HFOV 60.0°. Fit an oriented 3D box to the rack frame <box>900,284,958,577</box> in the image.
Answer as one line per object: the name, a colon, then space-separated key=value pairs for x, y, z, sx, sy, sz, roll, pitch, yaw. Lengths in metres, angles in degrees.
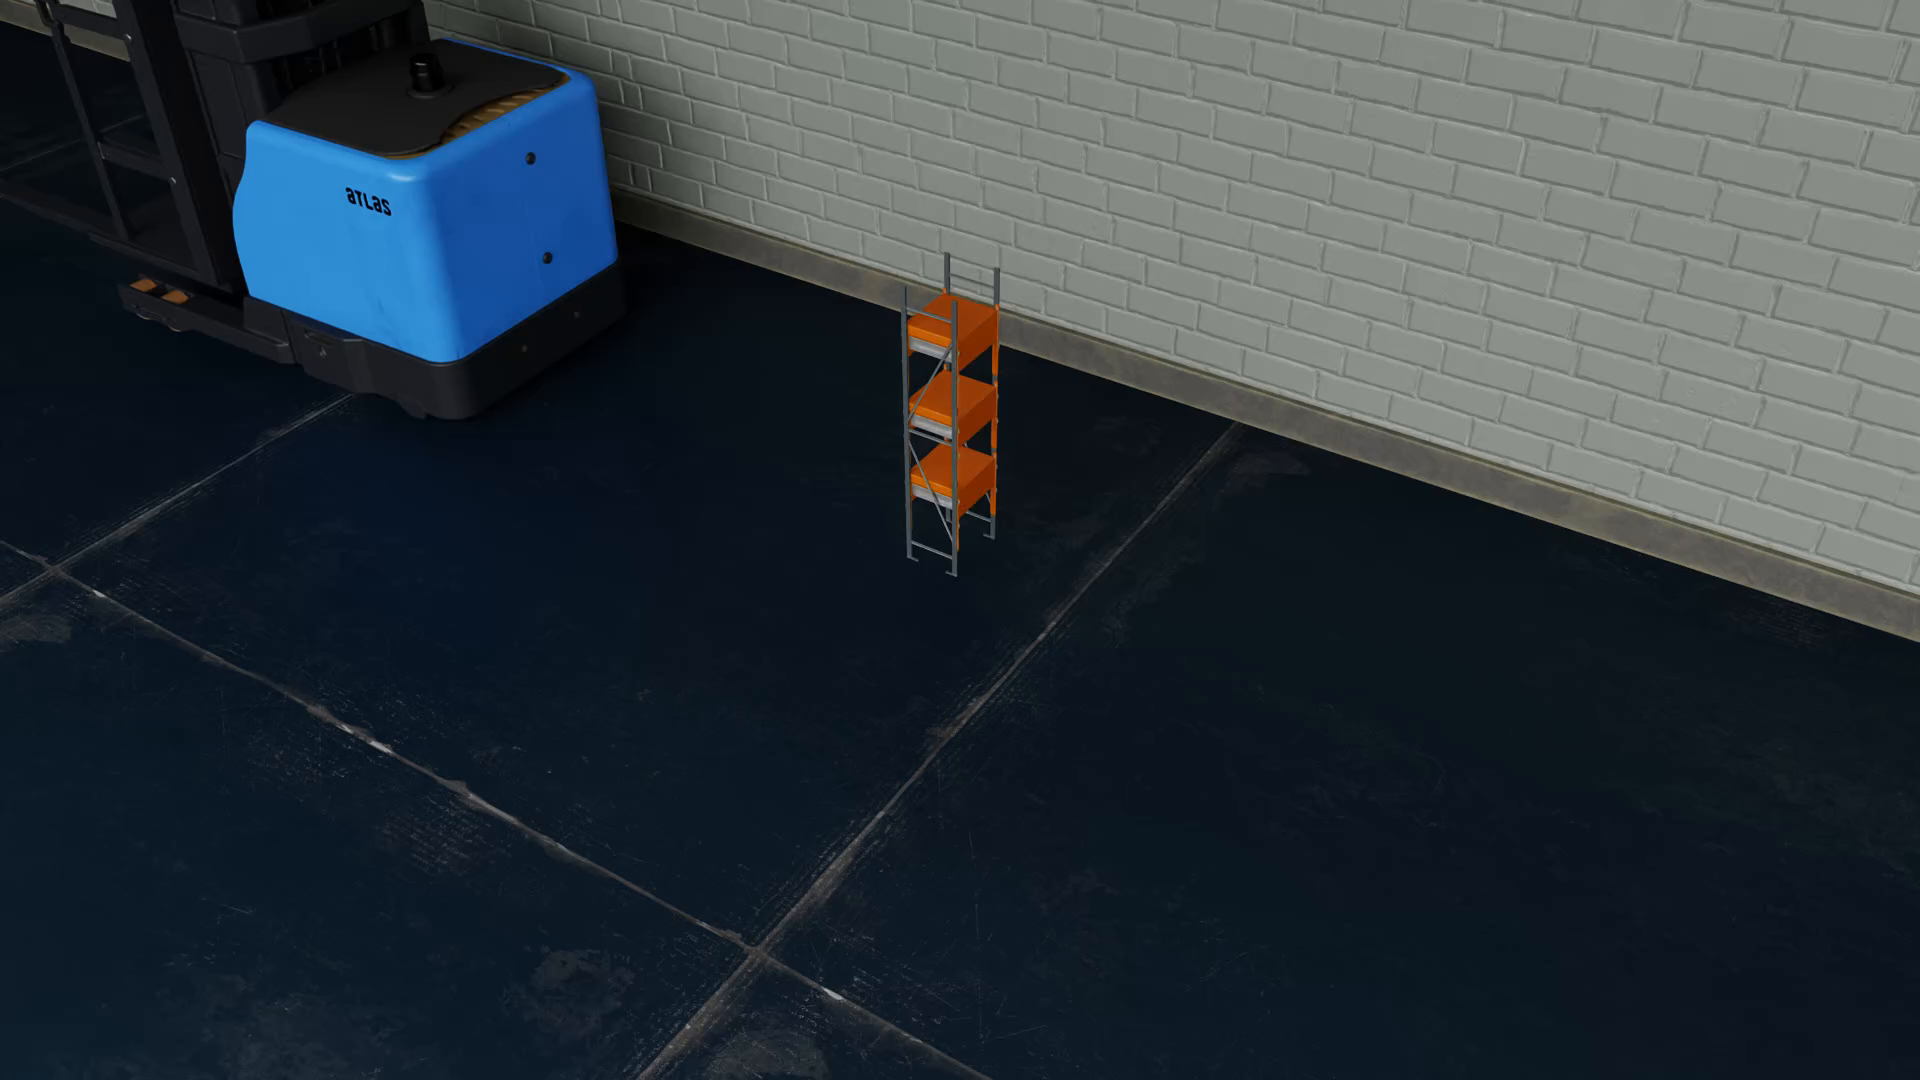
rack frame: x=-0.094 y=-0.325 z=5.312 sx=0.200 sy=1.050 sz=0.008 roll=21 pitch=42 yaw=25

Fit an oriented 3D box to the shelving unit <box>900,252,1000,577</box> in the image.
shelving unit: x=-0.029 y=-0.388 z=5.394 sx=0.215 sy=1.050 sz=0.252 roll=21 pitch=42 yaw=25

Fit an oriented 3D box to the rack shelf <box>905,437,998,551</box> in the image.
rack shelf: x=-0.029 y=-0.160 z=5.570 sx=0.215 sy=0.259 sz=0.240 roll=21 pitch=42 yaw=25

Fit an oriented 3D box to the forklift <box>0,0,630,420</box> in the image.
forklift: x=-2.894 y=-2.275 z=6.301 sx=3.031 sy=2.935 sz=1.130 roll=20 pitch=42 yaw=24

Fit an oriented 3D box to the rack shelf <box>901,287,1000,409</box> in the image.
rack shelf: x=-0.029 y=-0.605 z=5.227 sx=0.215 sy=0.259 sz=0.240 roll=21 pitch=42 yaw=25

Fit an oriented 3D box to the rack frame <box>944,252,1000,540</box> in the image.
rack frame: x=0.037 y=-0.451 z=5.475 sx=0.200 sy=1.050 sz=0.008 roll=21 pitch=42 yaw=25

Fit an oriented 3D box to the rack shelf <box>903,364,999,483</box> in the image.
rack shelf: x=-0.029 y=-0.380 z=5.400 sx=0.215 sy=0.259 sz=0.240 roll=21 pitch=42 yaw=25
